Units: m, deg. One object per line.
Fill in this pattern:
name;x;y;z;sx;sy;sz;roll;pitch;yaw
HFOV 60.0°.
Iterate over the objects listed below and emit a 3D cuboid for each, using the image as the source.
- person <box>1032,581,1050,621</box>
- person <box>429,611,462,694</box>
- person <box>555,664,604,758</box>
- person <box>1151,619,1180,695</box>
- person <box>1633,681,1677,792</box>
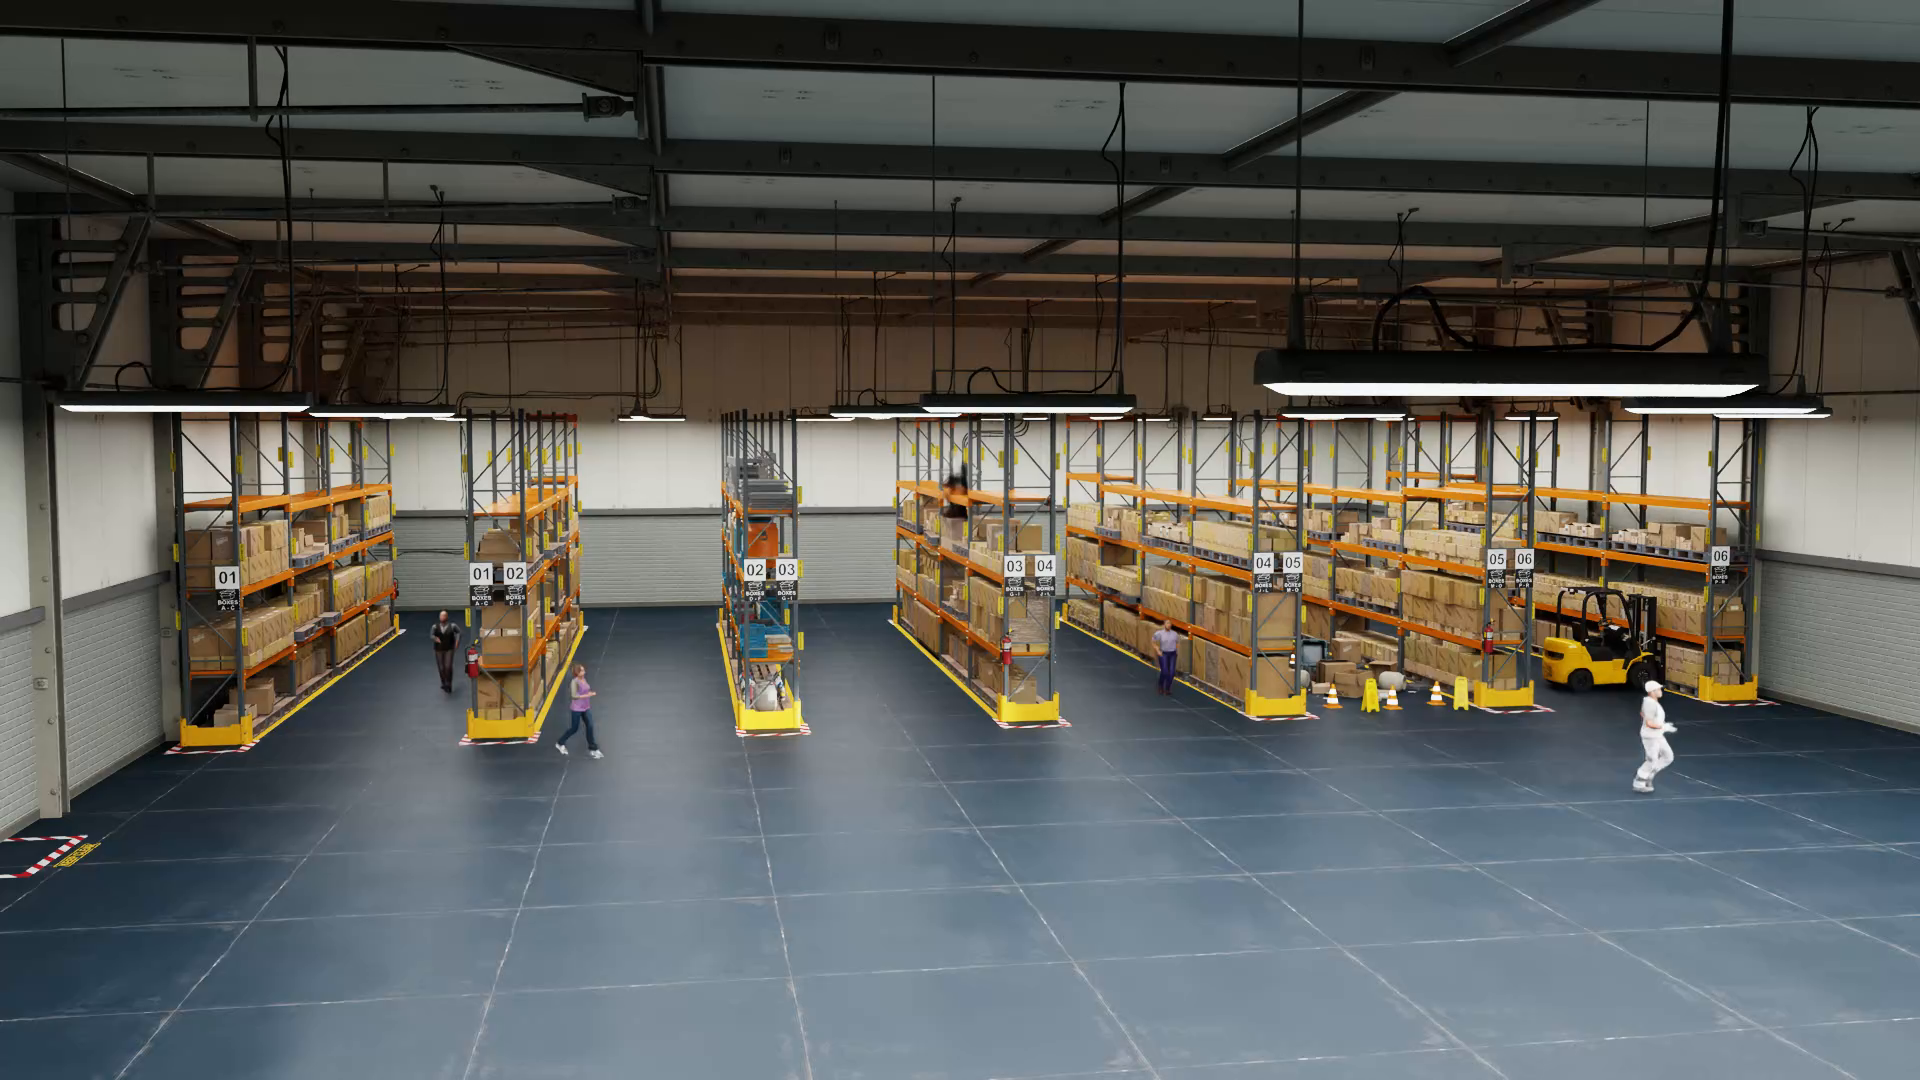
person;2.265;1.739;45.222;0.682;1.702;0.760;0;4;-1
person;-10.965;2.403;35.412;0.637;1.772;0.682;0;4;-7
person;-6.511;2.917;28.439;0.878;1.596;0.533;1;4;20
person;4.371;2.504;34.941;0.593;1.523;0.559;-1;4;-13
person;10.749;3.041;25.678;0.630;1.747;0.629;2;5;30
